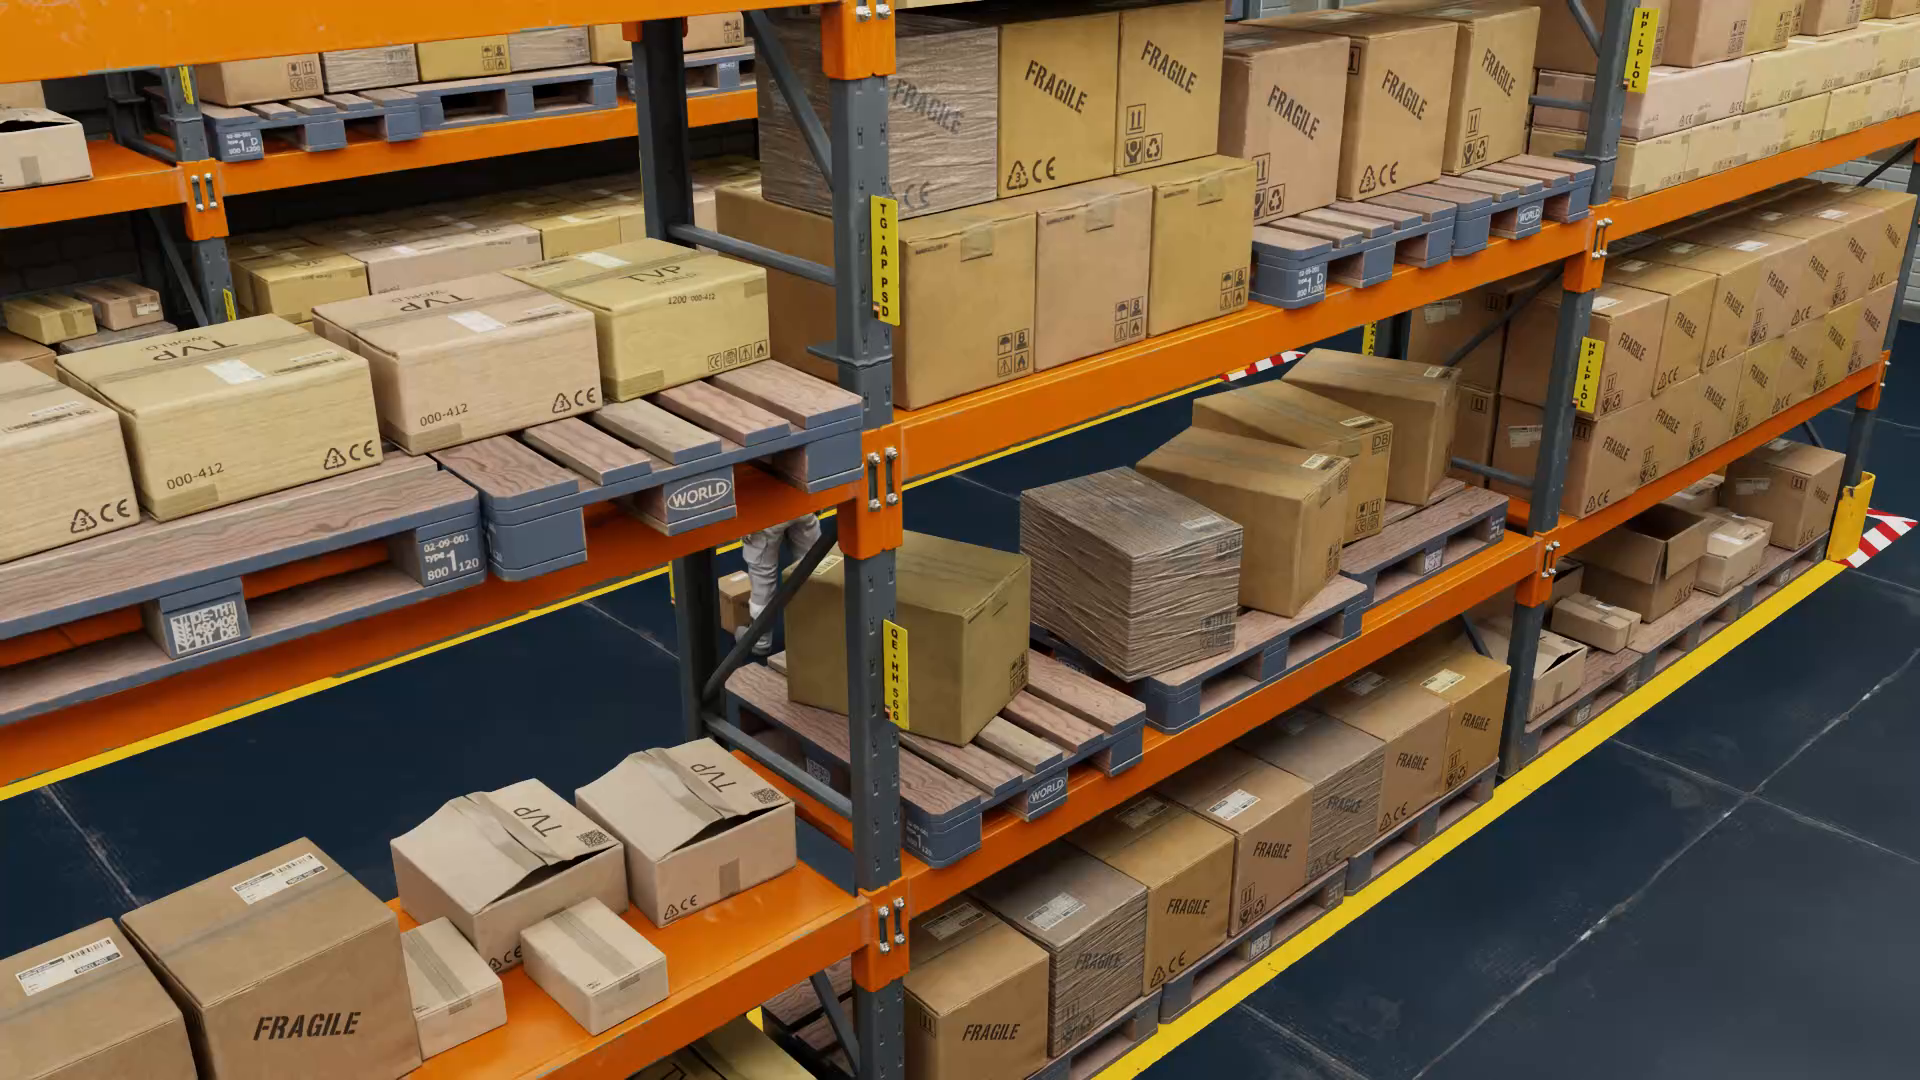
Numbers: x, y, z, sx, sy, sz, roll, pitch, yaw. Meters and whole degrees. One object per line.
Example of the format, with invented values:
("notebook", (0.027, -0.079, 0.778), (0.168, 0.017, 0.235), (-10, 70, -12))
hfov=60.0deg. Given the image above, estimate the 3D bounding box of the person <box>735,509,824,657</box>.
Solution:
("person", (-1.011, -0.208, 9.033), (0.552, 1.795, 0.574), (20, 31, 37))
